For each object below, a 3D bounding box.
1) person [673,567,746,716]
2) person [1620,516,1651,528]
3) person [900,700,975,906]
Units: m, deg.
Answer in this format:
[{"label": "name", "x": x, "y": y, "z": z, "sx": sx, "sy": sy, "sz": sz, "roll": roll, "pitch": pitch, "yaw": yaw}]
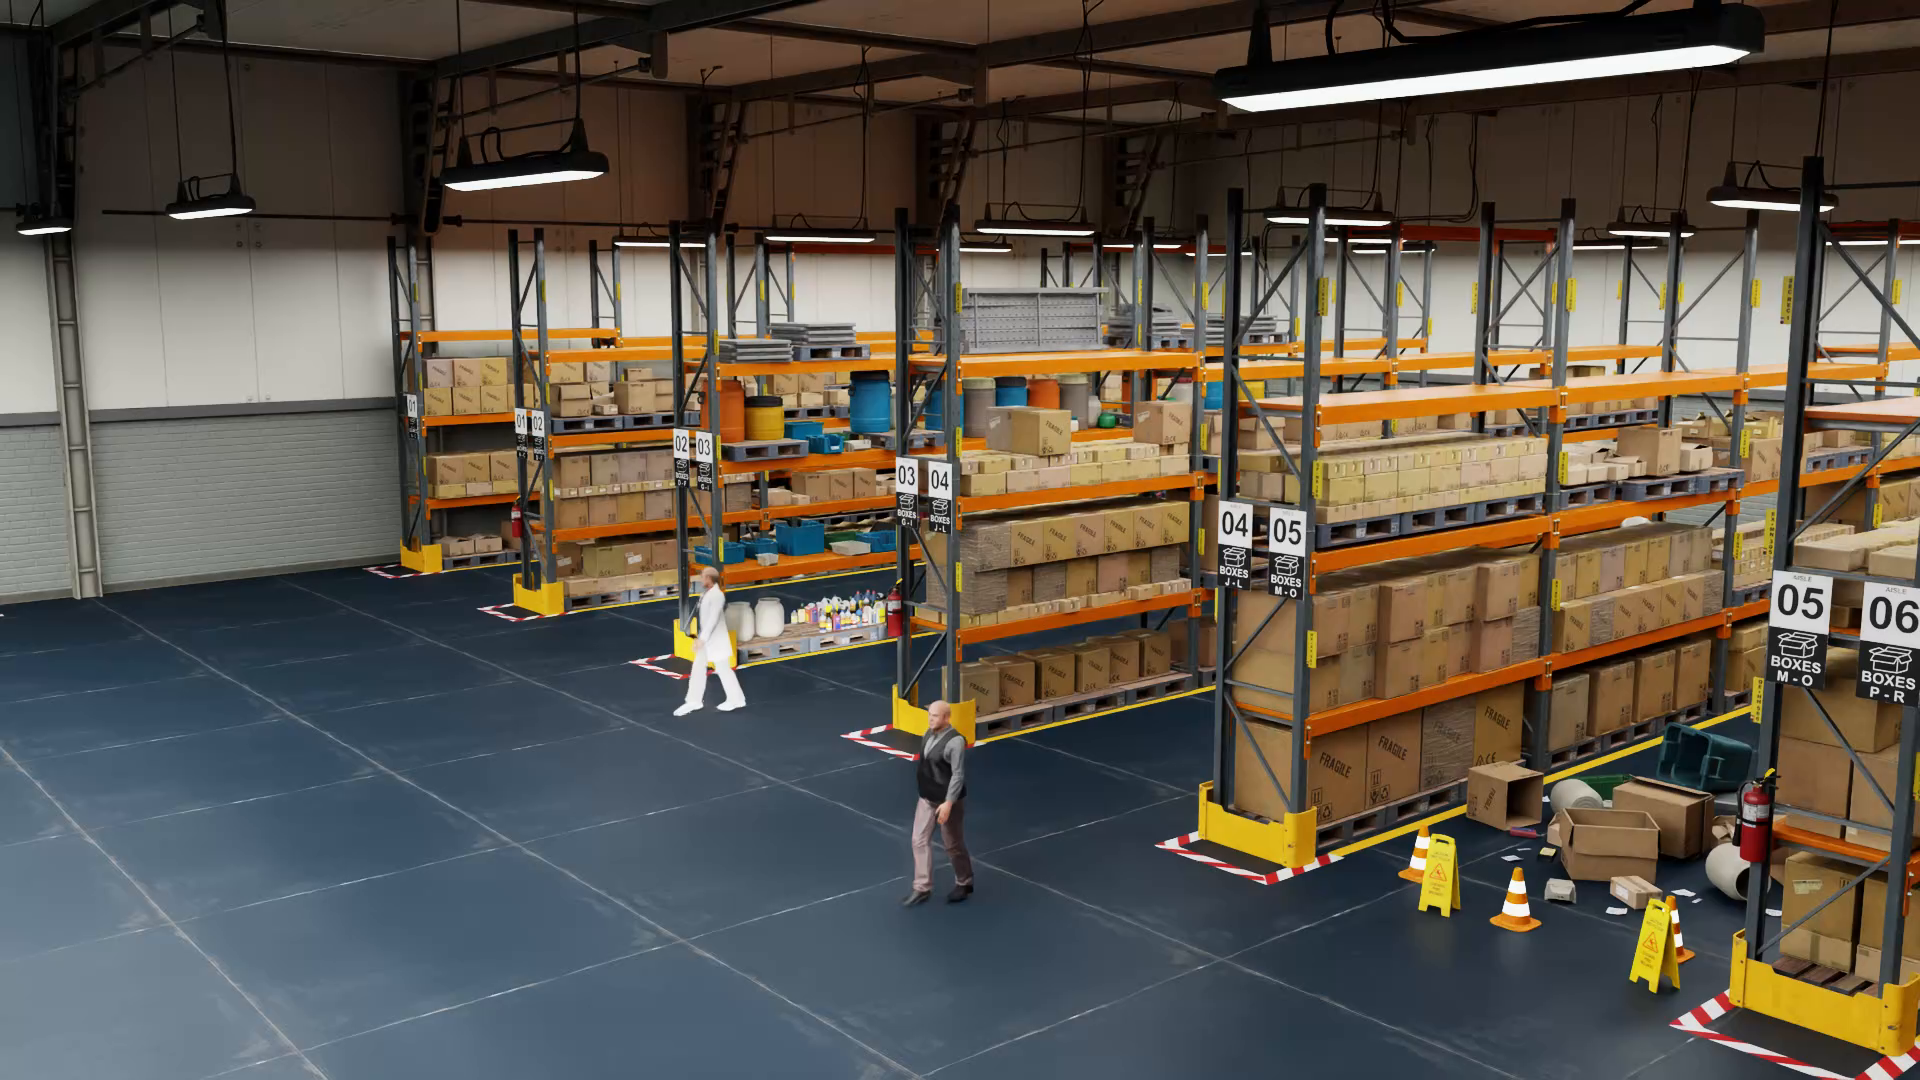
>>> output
[{"label": "person", "x": -3.054, "y": 1.216, "z": 20.131, "sx": 0.882, "sy": 1.788, "sz": 0.619, "roll": -4, "pitch": 10, "yaw": -23}, {"label": "person", "x": 10.650, "y": 0.268, "z": 26.218, "sx": 0.517, "sy": 1.787, "sz": 0.571, "roll": -9, "pitch": 12, "yaw": -44}, {"label": "person", "x": -0.175, "y": 2.203, "z": 13.948, "sx": 0.650, "sy": 1.752, "sz": 0.589, "roll": -7, "pitch": 11, "yaw": -38}]
